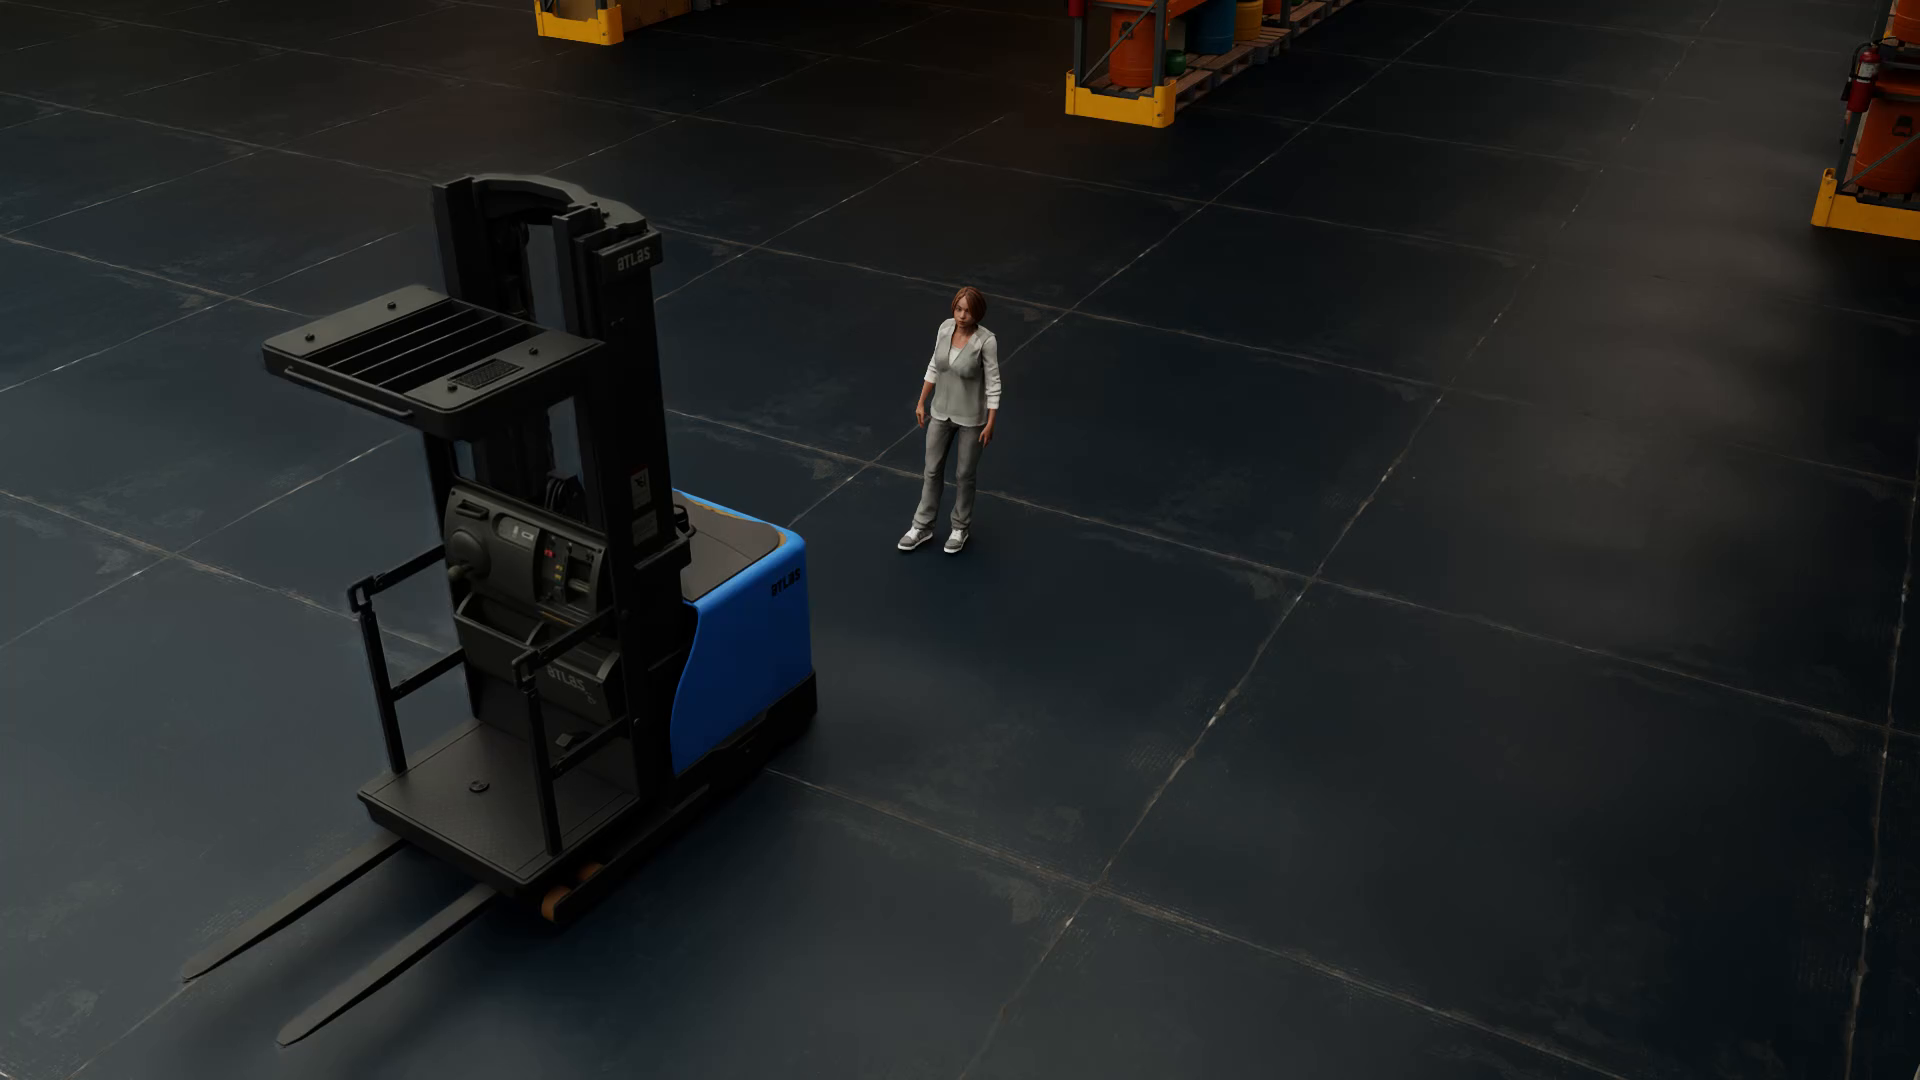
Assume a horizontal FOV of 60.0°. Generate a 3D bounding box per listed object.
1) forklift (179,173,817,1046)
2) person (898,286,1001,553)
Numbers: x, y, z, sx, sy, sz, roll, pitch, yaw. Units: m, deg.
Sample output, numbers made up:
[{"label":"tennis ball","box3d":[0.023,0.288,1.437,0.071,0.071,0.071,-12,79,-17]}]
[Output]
[{"label":"forklift","box3d":[-1.965,0.109,6.881,1.130,2.935,3.031,19,35,29]},{"label":"person","box3d":[-0.049,-0.669,9.549,0.520,1.599,0.473,15,33,25]}]
